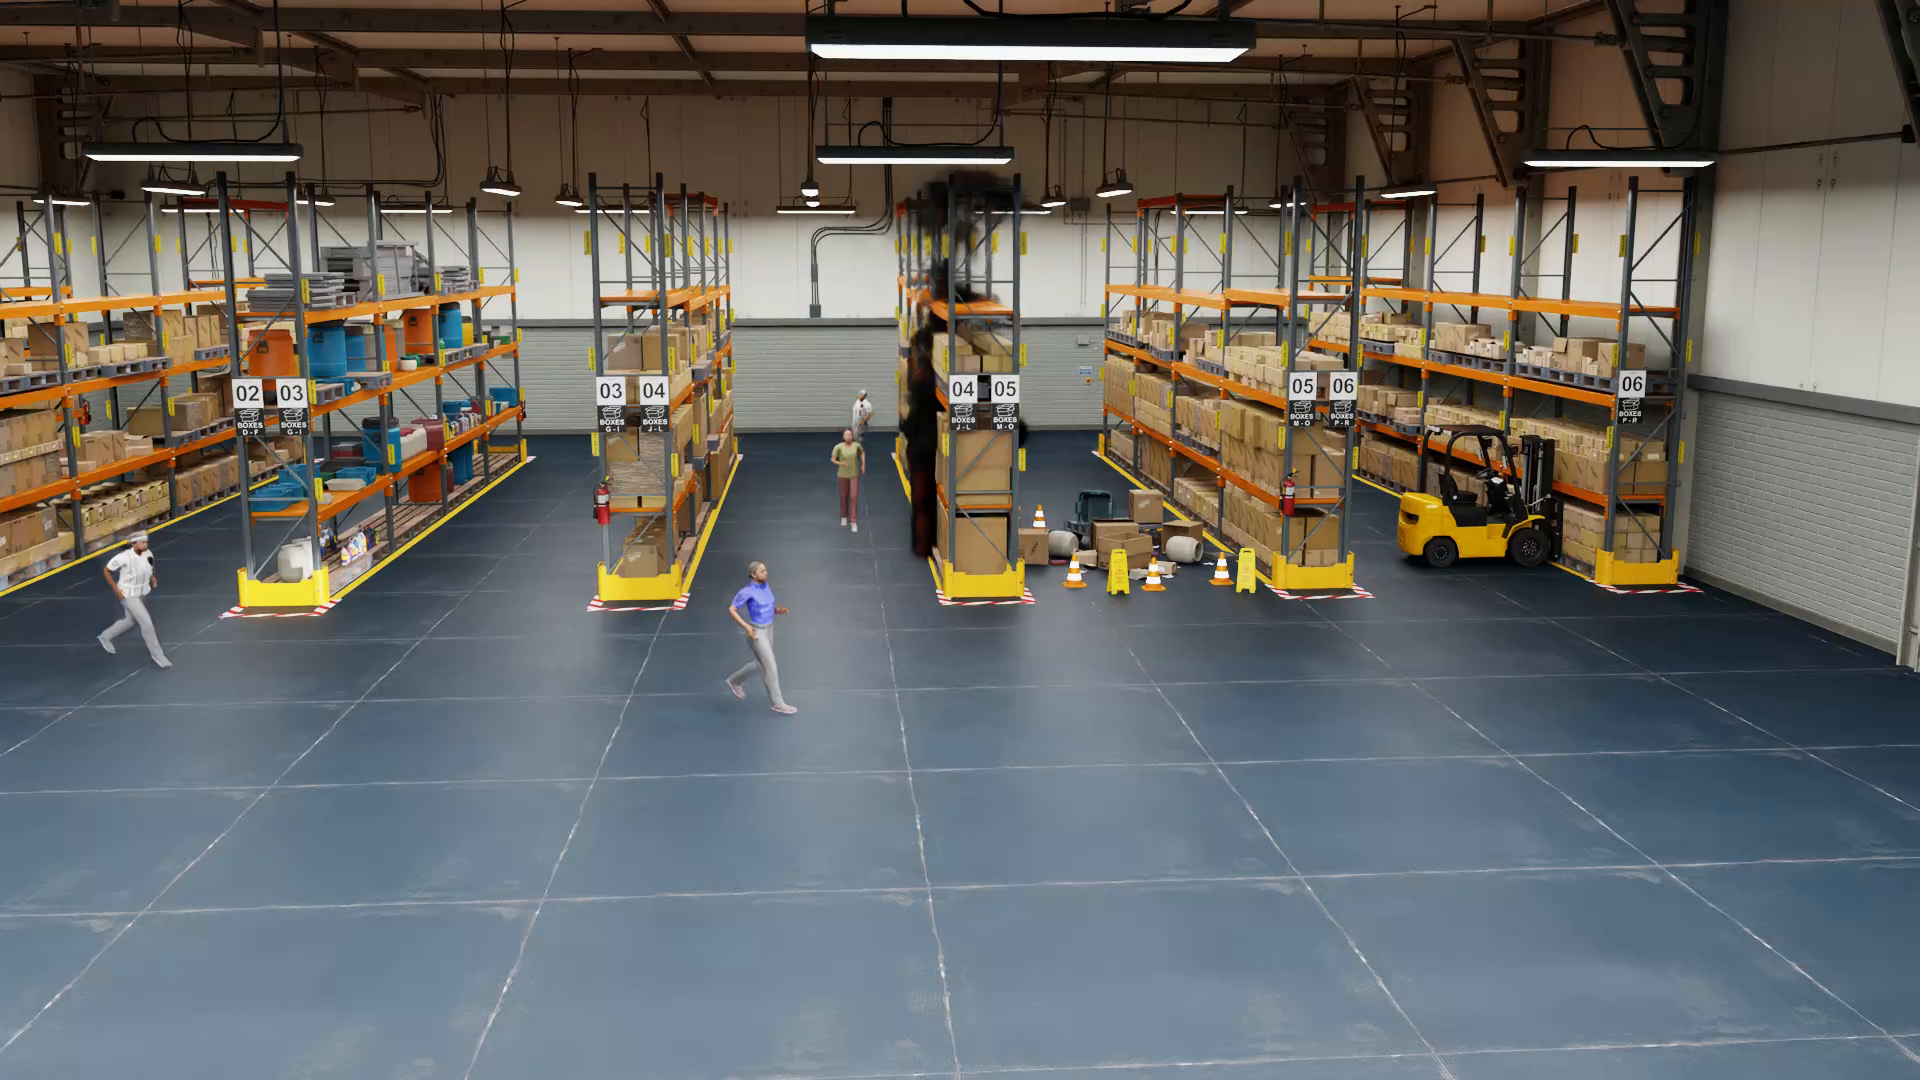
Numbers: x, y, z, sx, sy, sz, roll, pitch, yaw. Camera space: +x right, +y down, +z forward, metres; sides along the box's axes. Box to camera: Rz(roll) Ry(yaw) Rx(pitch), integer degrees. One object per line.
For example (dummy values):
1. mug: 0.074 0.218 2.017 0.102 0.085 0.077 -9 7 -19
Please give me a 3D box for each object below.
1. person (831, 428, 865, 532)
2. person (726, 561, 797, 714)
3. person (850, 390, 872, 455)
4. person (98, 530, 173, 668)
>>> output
1. person: -1.884 -1.040 28.084 0.594 1.727 0.774 -1 10 -8
2. person: -2.179 1.032 18.029 0.919 1.634 0.581 4 11 22
3. person: -2.403 -2.833 40.170 0.648 1.591 0.529 9 13 41
4. person: -10.009 0.695 20.057 1.063 1.687 0.581 3 10 14
